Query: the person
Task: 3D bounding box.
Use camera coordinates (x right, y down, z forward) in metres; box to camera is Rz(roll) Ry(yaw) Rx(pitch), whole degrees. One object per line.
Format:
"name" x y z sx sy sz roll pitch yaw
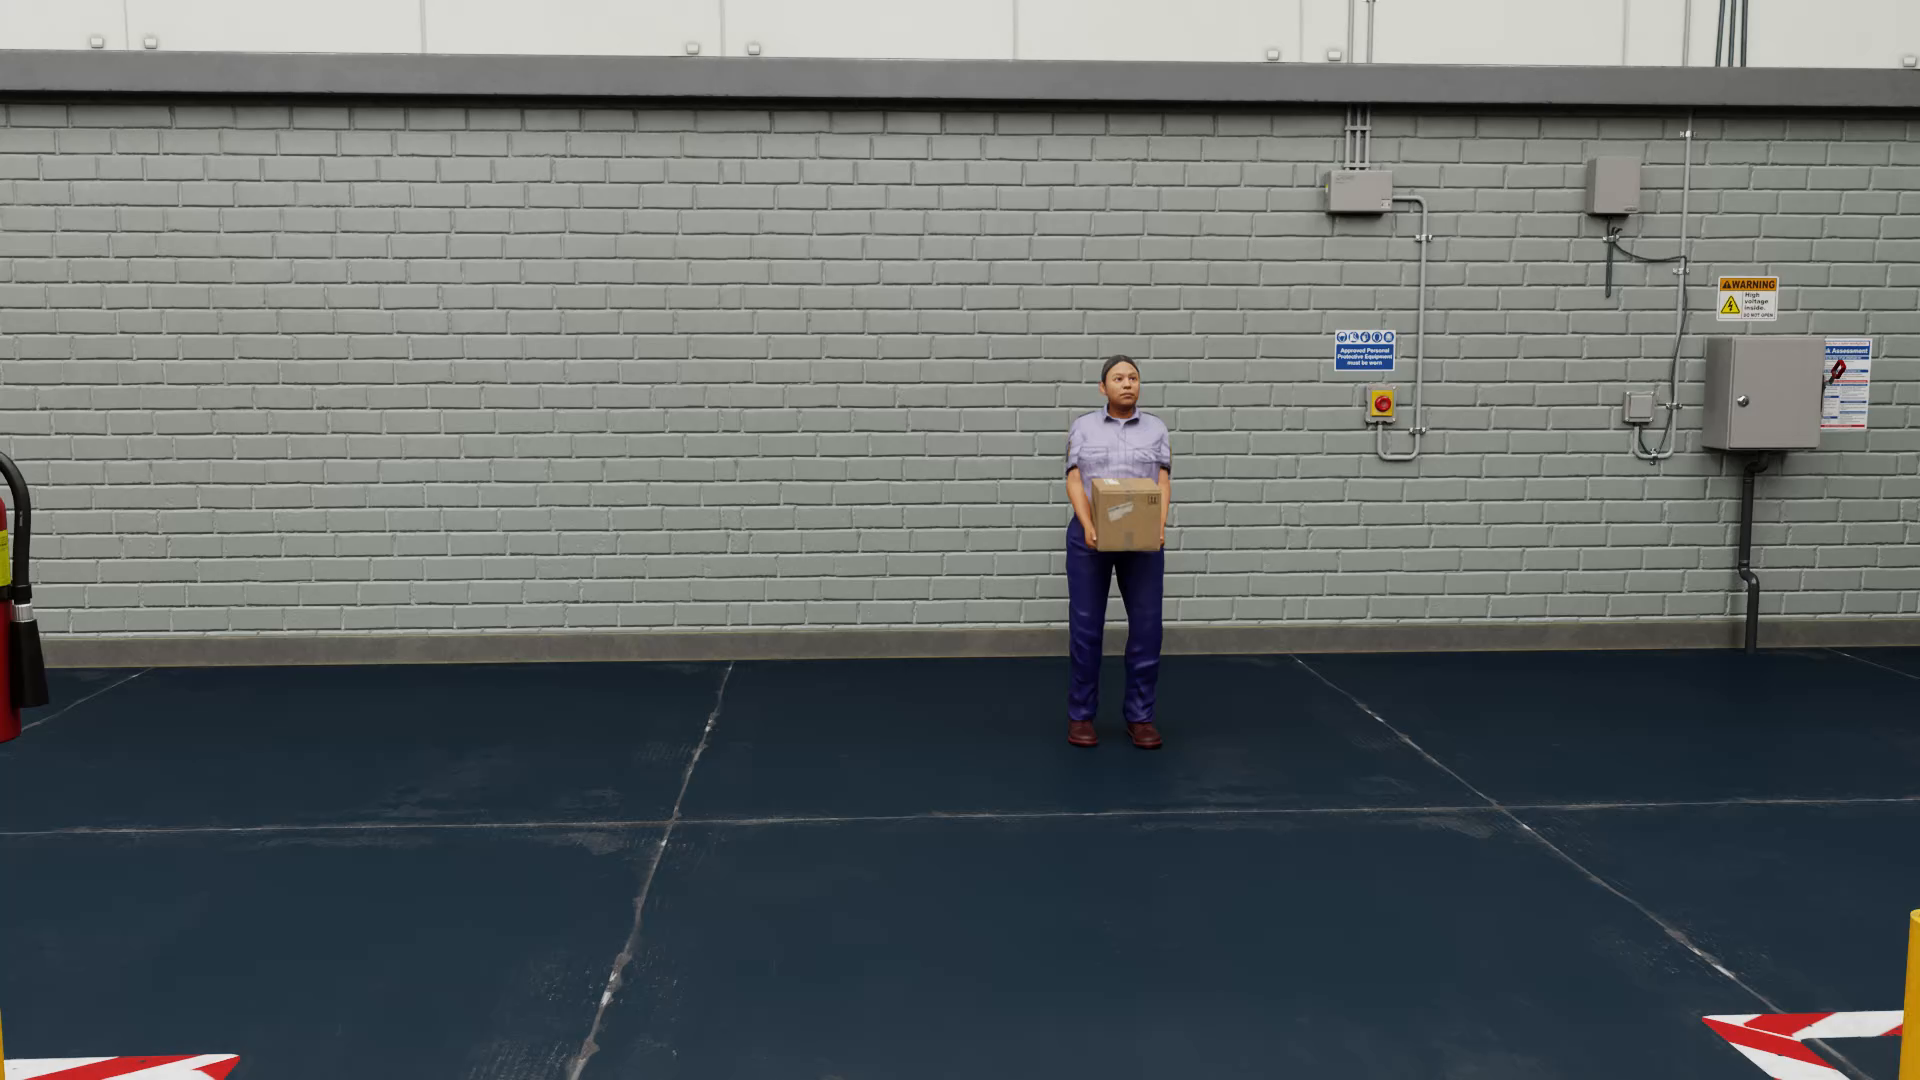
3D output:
"person" 0.672 0.048 6.973 0.452 1.635 0.524 0 7 -3
